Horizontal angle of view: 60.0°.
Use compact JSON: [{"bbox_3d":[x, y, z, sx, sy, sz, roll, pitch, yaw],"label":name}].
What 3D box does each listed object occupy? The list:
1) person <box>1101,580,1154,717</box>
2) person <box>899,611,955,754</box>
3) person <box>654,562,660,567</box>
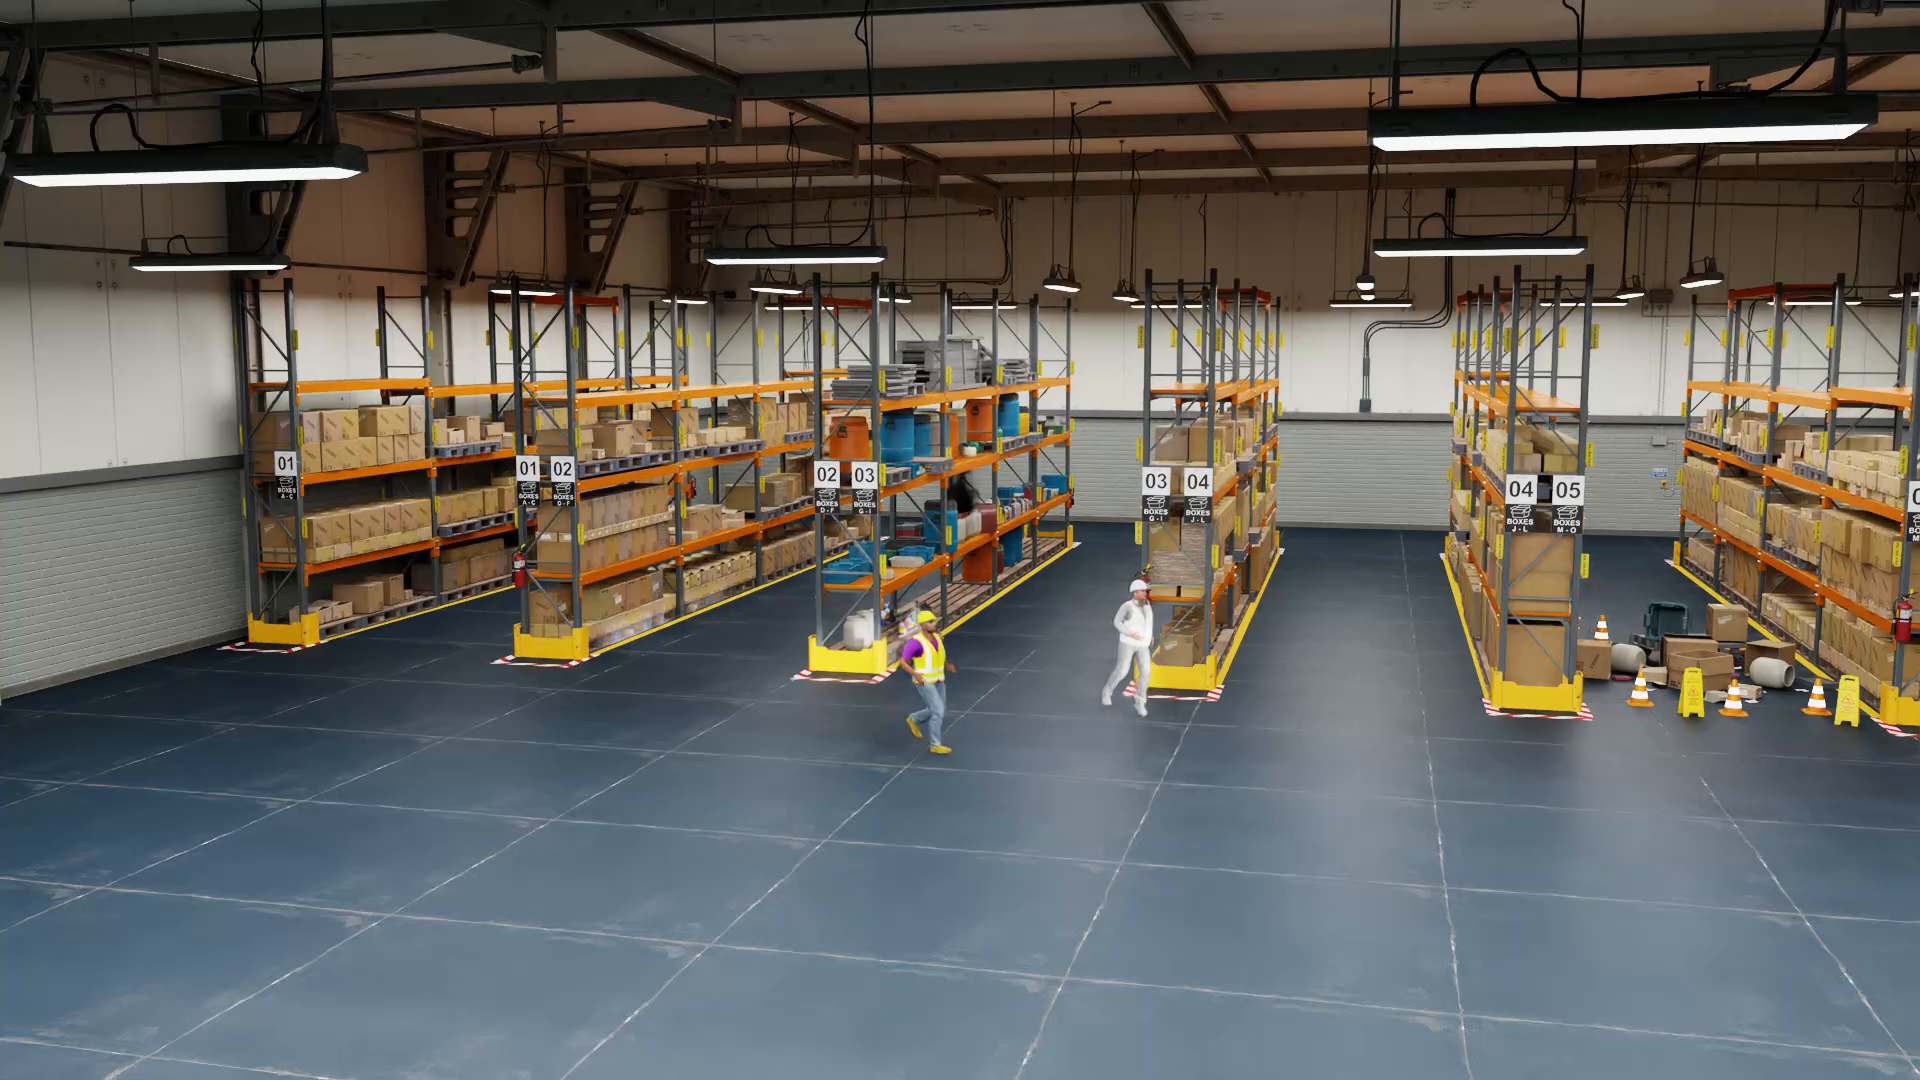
[{"bbox_3d":[2.385,1.437,22.552,0.730,1.792,0.842,-4,8,-28],"label":"person"},{"bbox_3d":[-0.407,1.721,20.289,0.771,1.729,0.709,5,9,38],"label":"person"},{"bbox_3d":[-6.449,-0.001,34.652,0.677,1.820,0.778,2,7,15],"label":"person"}]
